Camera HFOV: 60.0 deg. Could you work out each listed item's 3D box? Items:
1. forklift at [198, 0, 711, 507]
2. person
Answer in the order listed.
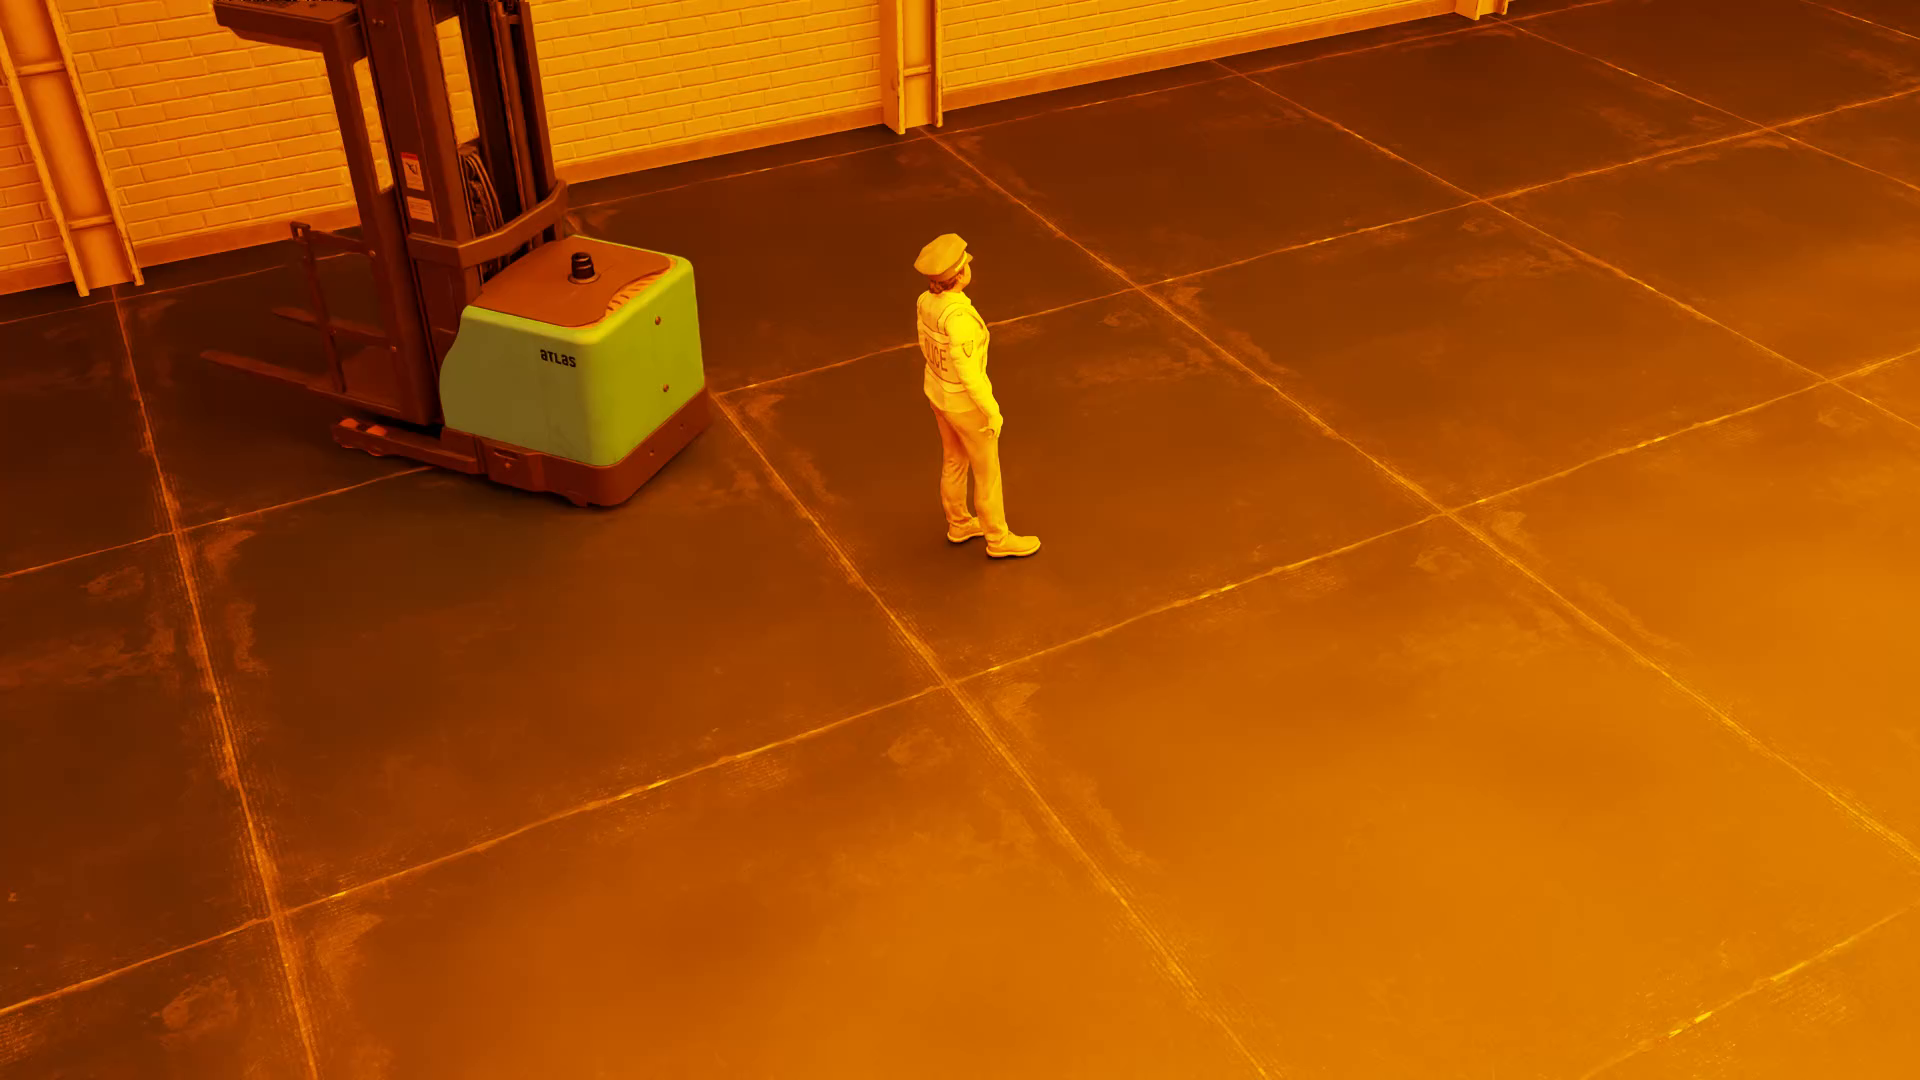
[{"bbox_3d":[-2.985,-1.930,8.853,3.031,2.935,1.130,14,38,19],"label":"forklift"},{"bbox_3d":[0.064,-0.713,8.190,0.532,1.694,0.586,-17,39,-23],"label":"person"}]
